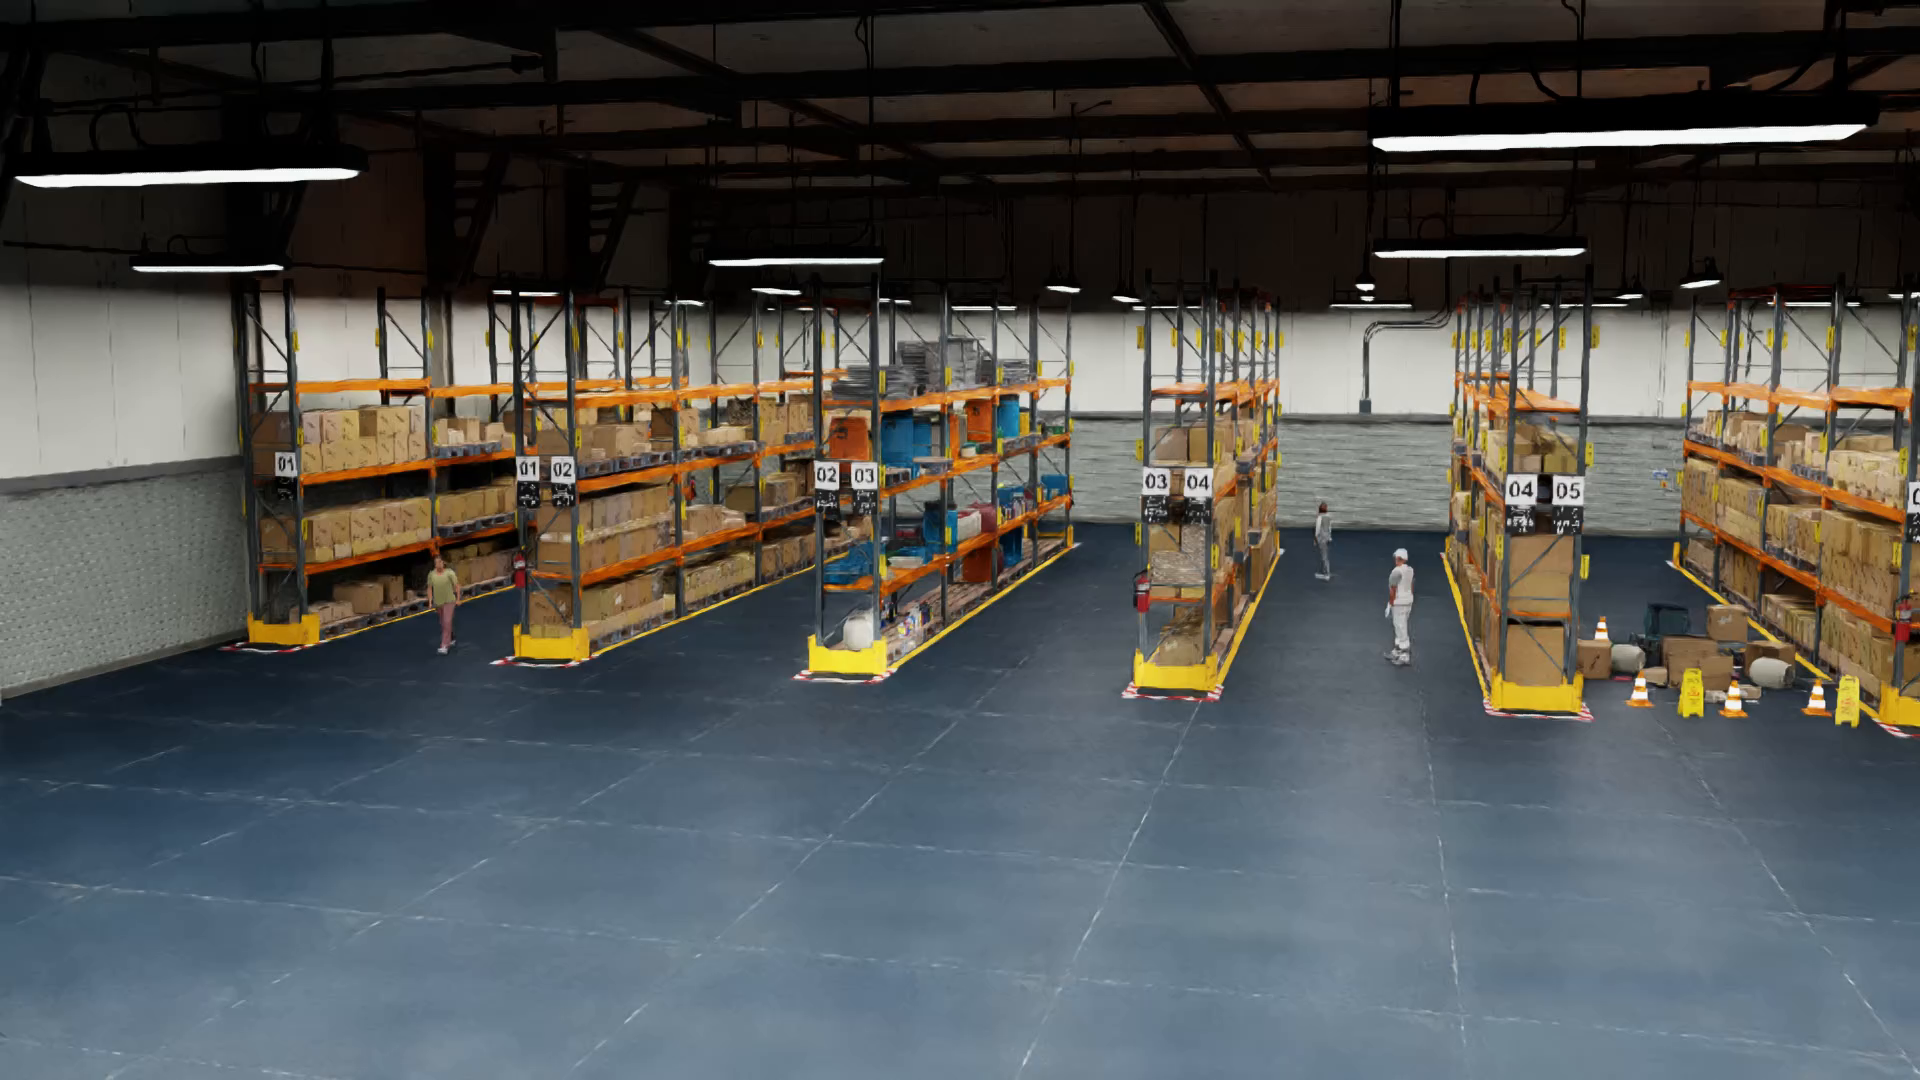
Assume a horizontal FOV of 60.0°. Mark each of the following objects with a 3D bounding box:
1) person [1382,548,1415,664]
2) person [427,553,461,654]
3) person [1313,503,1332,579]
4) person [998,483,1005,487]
[{"bbox_3d":[6.815,1.008,25.846,0.571,1.786,0.648,6,9,41],"label":"person"},{"bbox_3d":[-8.321,0.995,26.753,0.469,1.588,1.081,1,7,5],"label":"person"},{"bbox_3d":[7.628,0.005,35.007,0.522,1.592,0.527,-7,10,-44],"label":"person"},{"bbox_3d":[0.843,-0.441,38.048,0.587,1.757,0.687,4,8,32],"label":"person"}]
